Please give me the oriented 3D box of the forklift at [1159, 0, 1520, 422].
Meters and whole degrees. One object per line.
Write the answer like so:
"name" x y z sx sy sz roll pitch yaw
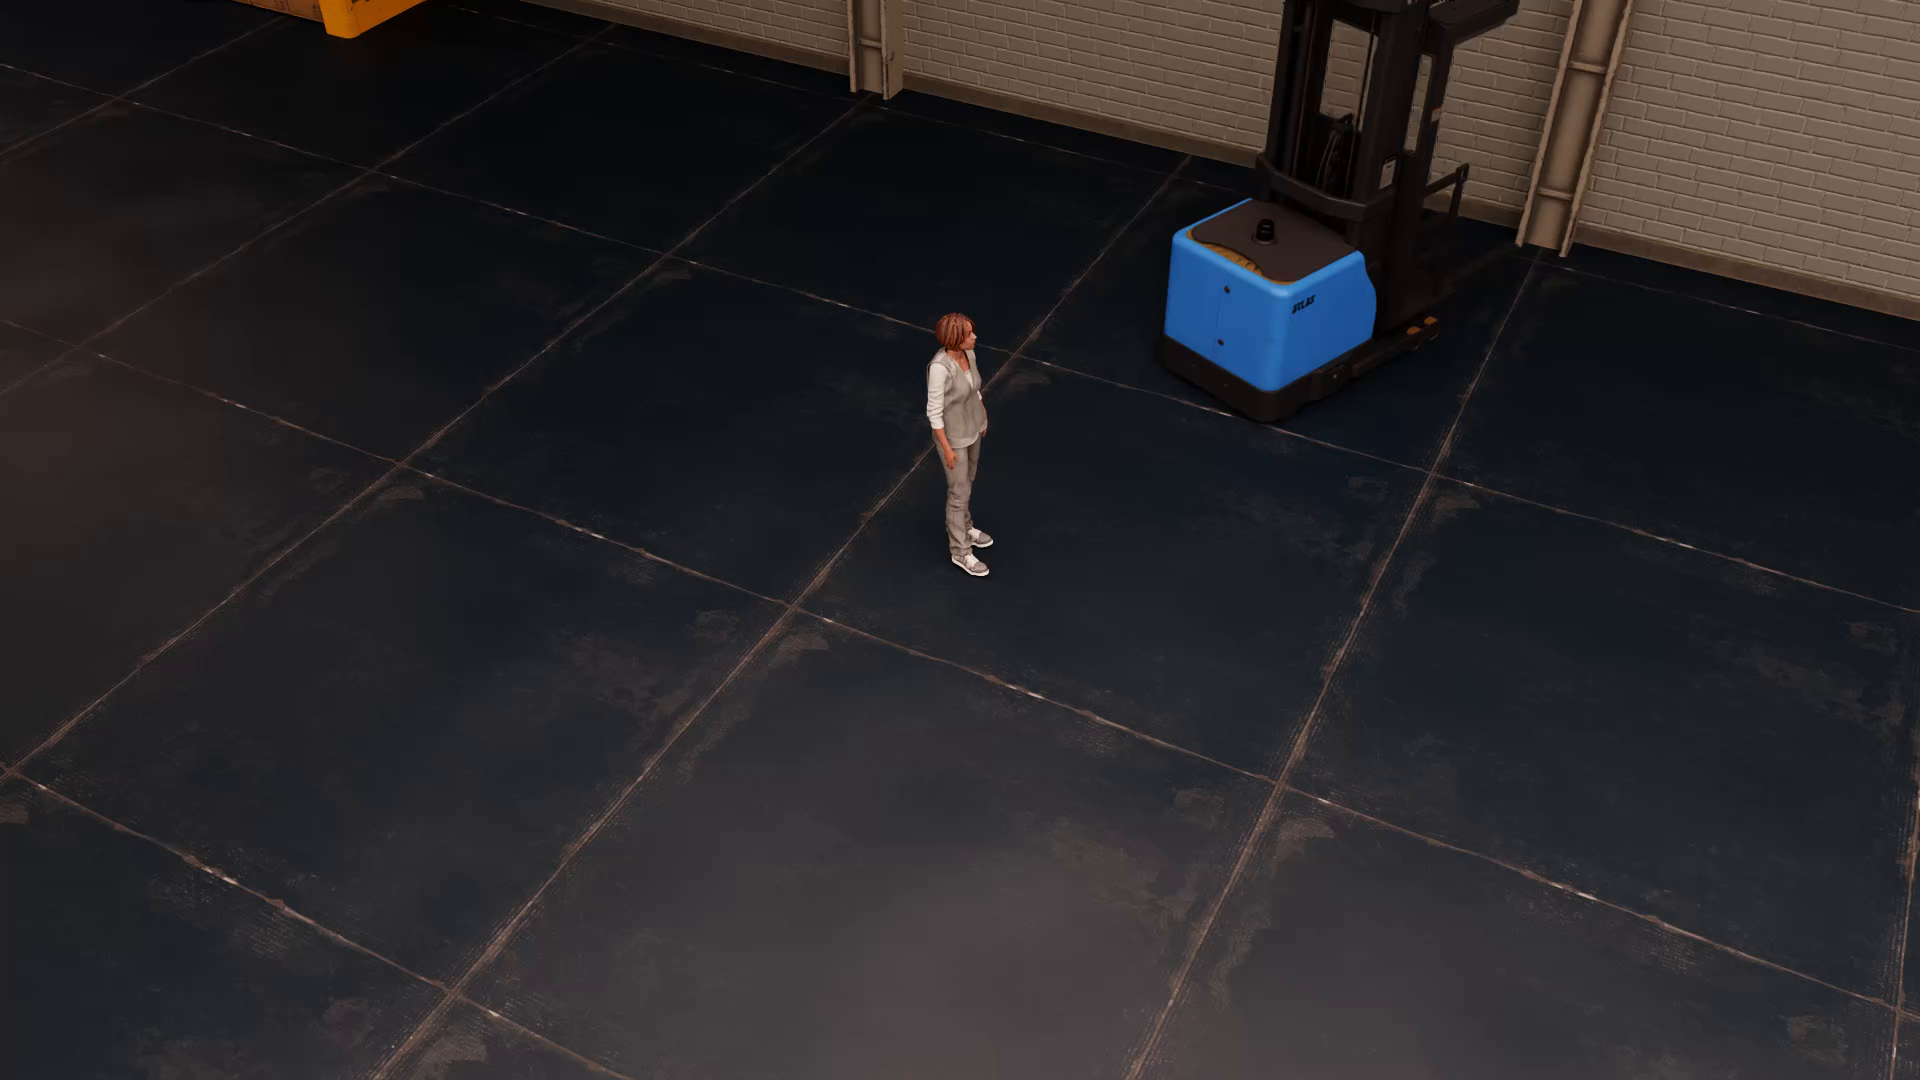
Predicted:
"forklift" 2.843 -2.712 11.206 3.031 2.935 1.130 -29 48 -30

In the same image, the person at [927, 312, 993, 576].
"person" 0.059 -0.587 9.707 0.475 1.596 0.521 18 43 21
